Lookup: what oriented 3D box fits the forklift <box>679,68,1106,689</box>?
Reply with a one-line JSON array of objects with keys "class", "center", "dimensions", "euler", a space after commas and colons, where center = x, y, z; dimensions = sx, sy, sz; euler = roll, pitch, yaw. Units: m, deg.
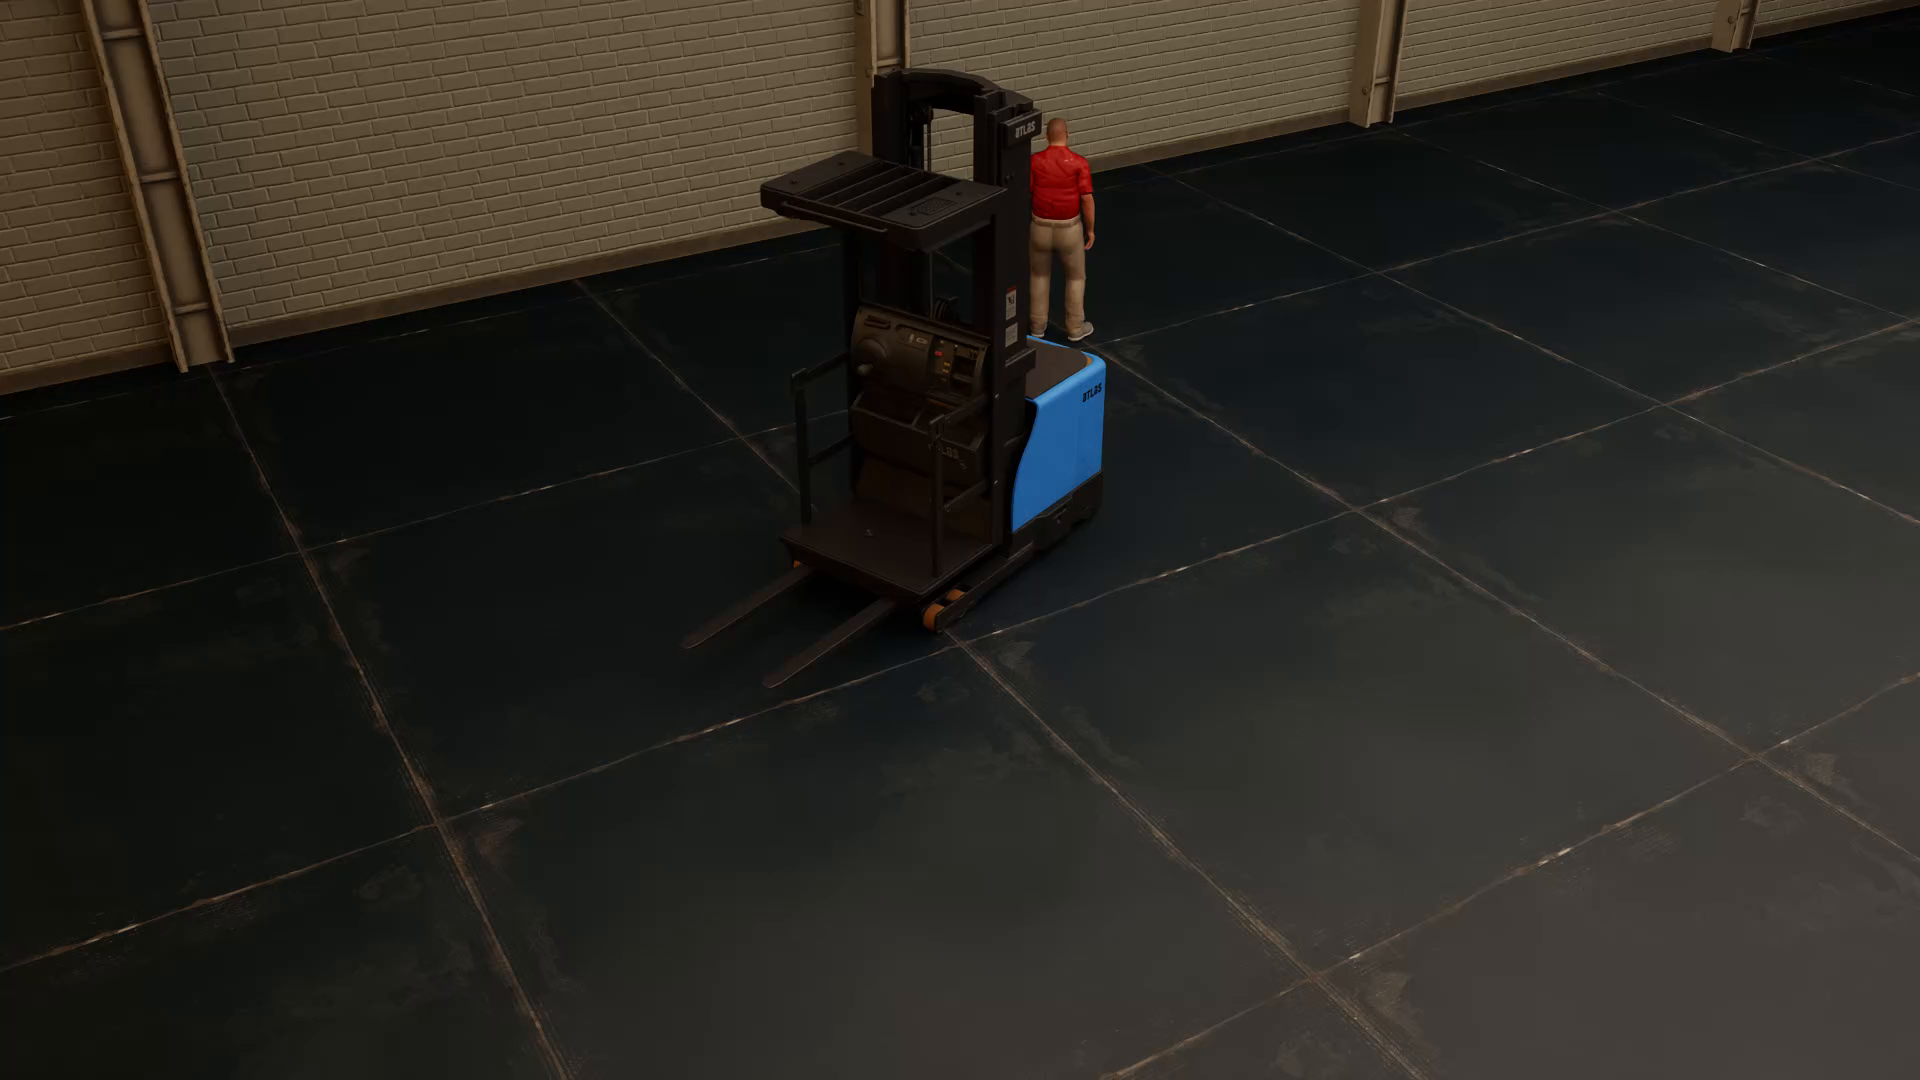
[{"class": "forklift", "center": [-0.365, -1.007, 9.329], "dimensions": [1.130, 2.935, 3.031], "euler": [21, 37, 31]}]

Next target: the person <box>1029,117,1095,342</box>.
[{"class": "person", "center": [0.747, -2.376, 12.787], "dimensions": [0.600, 1.726, 0.399], "euler": [6, 31, 10]}]
